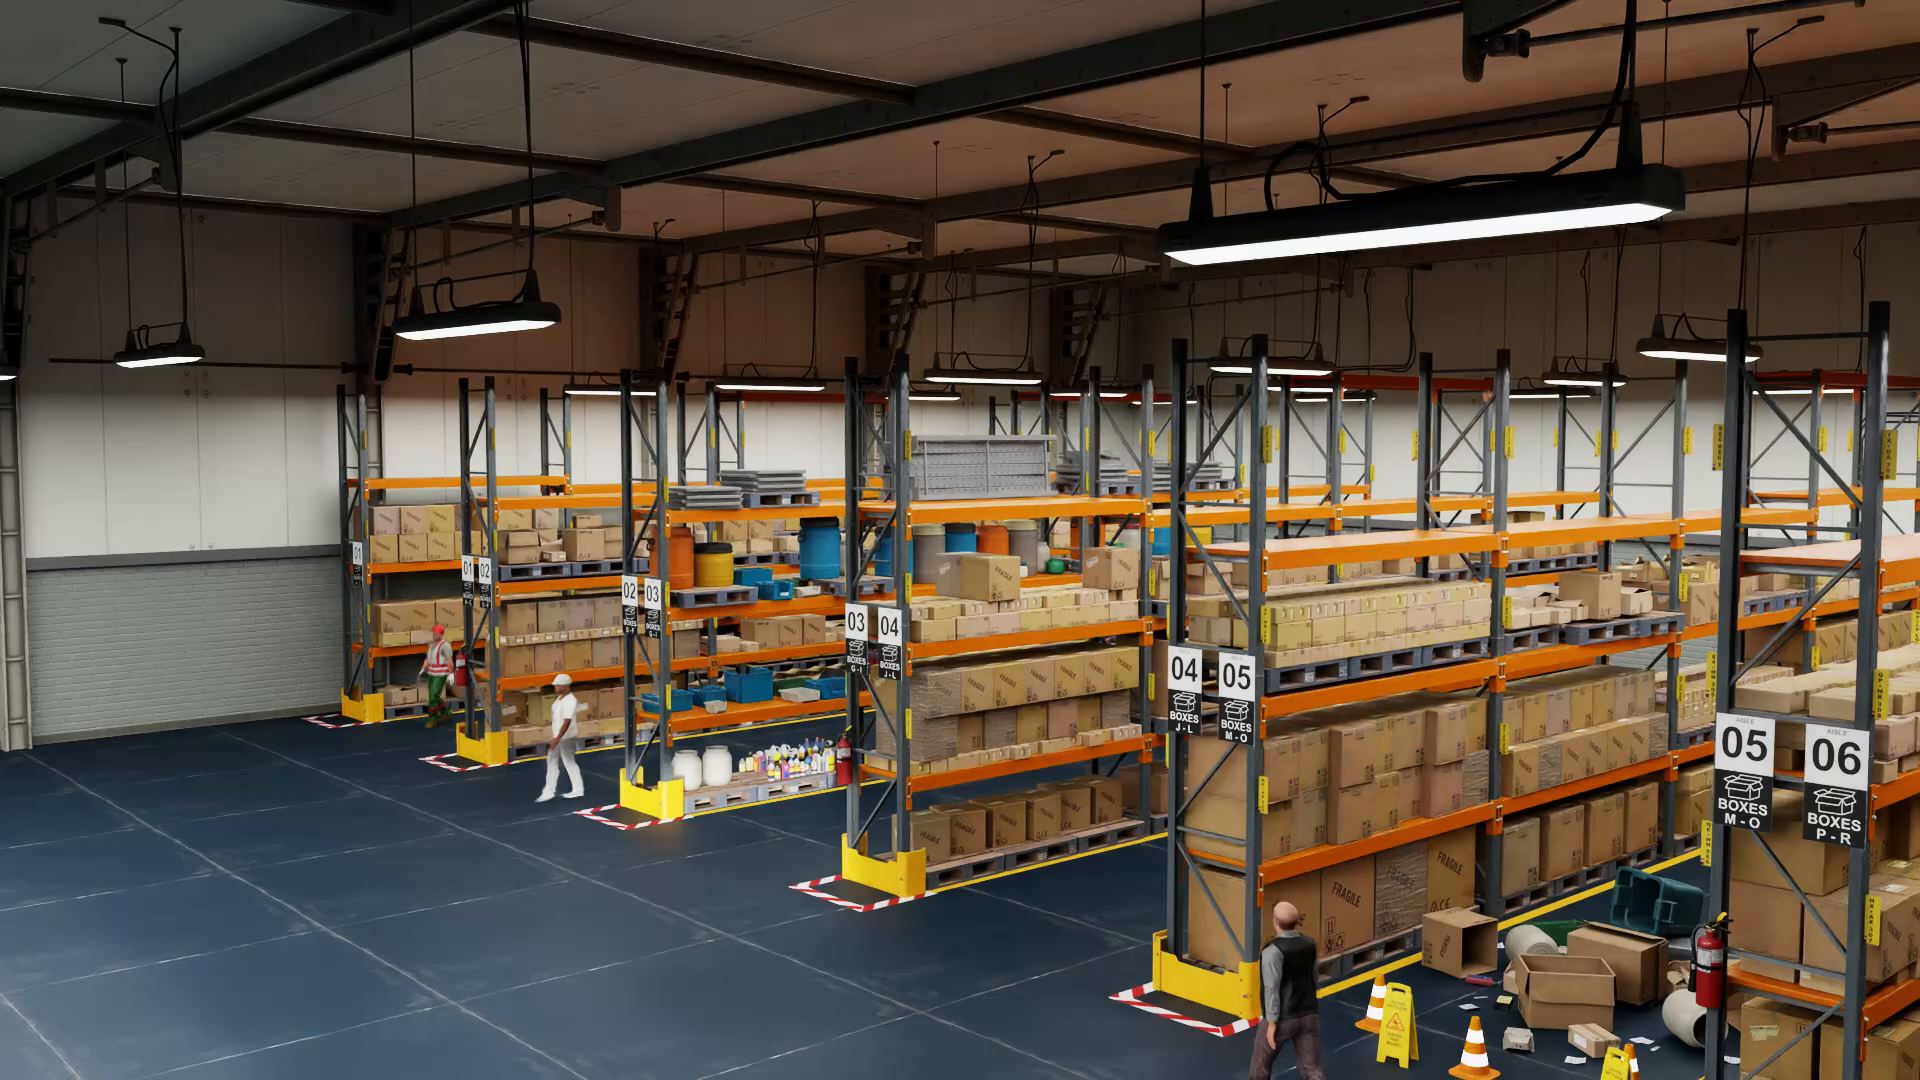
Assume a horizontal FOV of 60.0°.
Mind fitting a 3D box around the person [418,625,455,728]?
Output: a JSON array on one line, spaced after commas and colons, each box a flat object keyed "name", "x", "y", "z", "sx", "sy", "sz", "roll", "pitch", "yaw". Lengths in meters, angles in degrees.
[{"name": "person", "x": -9.152, "y": 2.400, "z": 29.110, "sx": 0.616, "sy": 1.838, "sz": 0.651, "roll": 3, "pitch": 5, "yaw": 38}]

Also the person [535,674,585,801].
[{"name": "person", "x": -5.605, "y": 2.782, "z": 23.263, "sx": 0.696, "sy": 1.816, "sz": 0.616, "roll": -2, "pitch": 4, "yaw": -30}]

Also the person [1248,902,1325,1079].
[{"name": "person", "x": 2.410, "y": 3.501, "z": 12.313, "sx": 0.577, "sy": 1.655, "sz": 1.033, "roll": -2, "pitch": 4, "yaw": -27}]
